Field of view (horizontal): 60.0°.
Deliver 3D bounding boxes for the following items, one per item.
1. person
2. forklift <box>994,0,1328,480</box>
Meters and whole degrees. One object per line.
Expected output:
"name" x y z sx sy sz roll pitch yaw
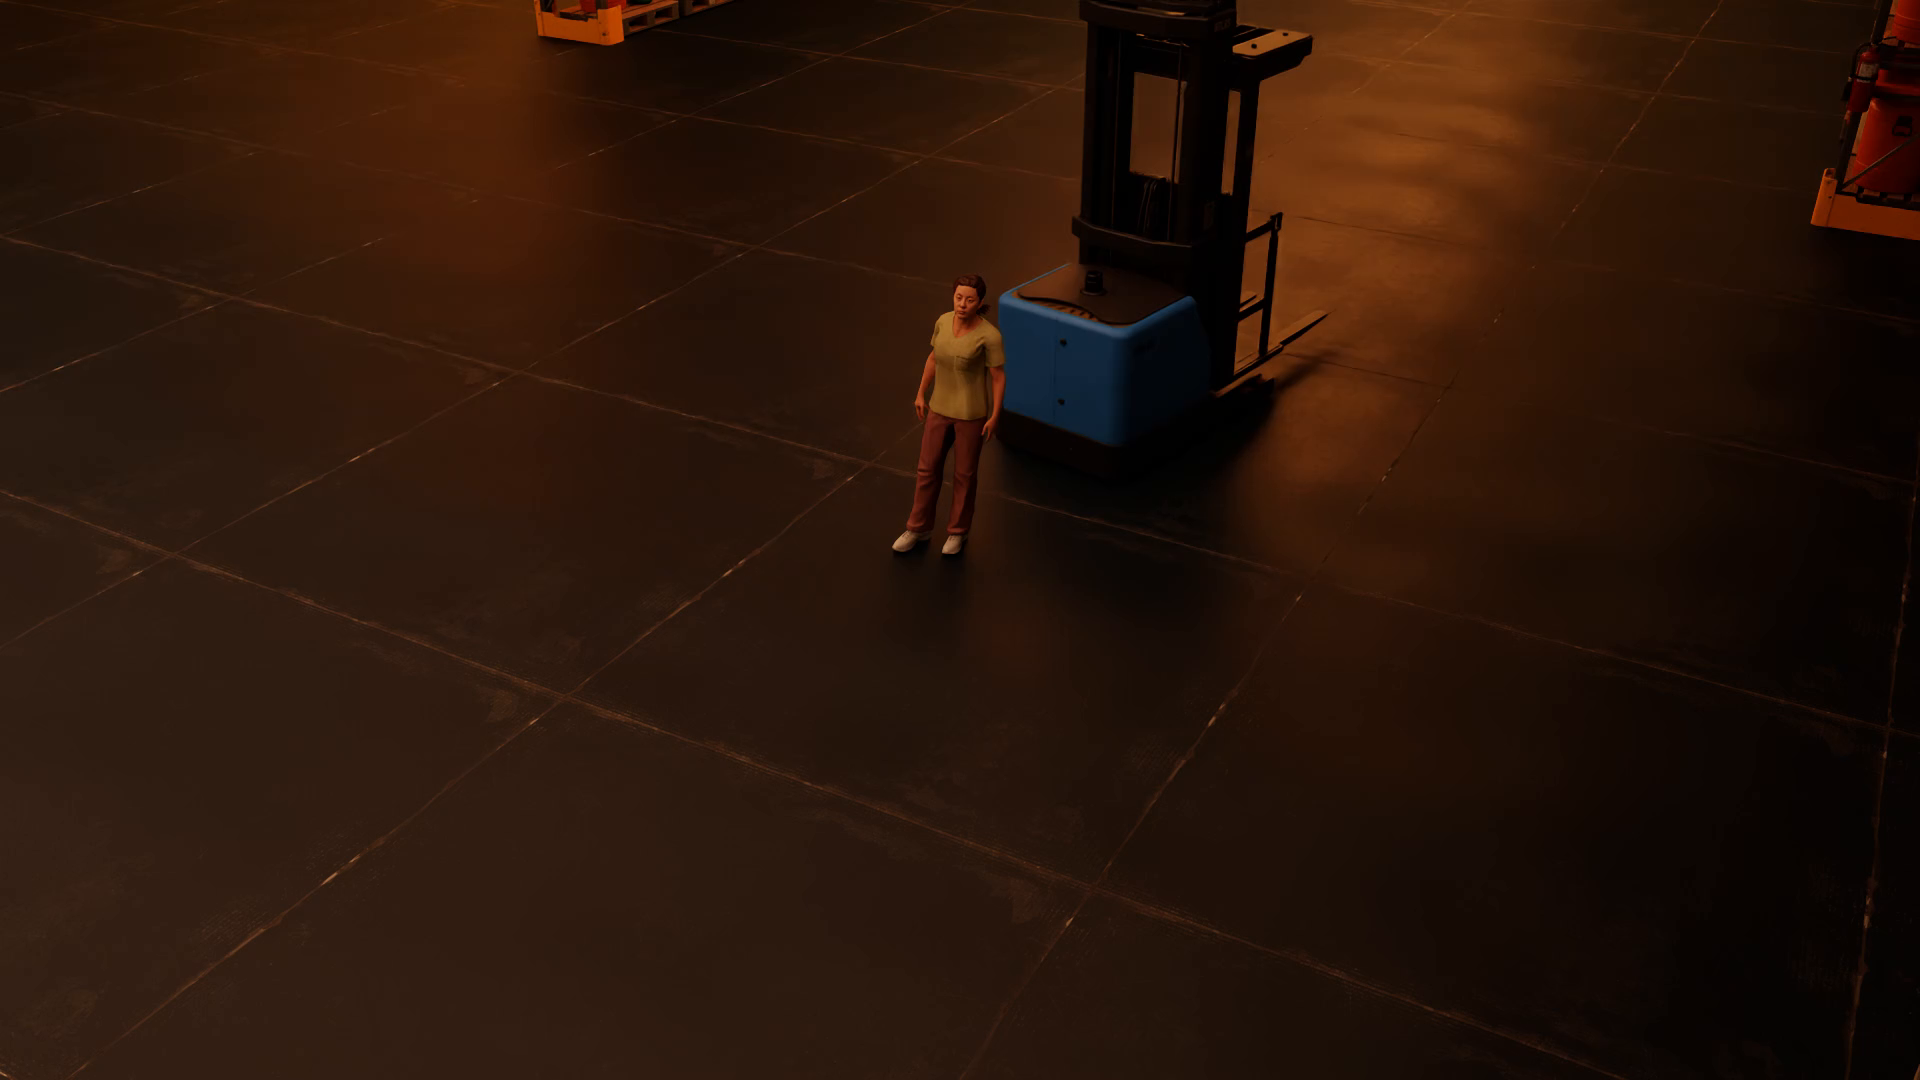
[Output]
"person" -0.046 -0.703 9.530 0.553 1.675 0.549 15 33 25
"forklift" 1.552 -2.313 11.078 1.130 2.935 3.031 22 37 33
